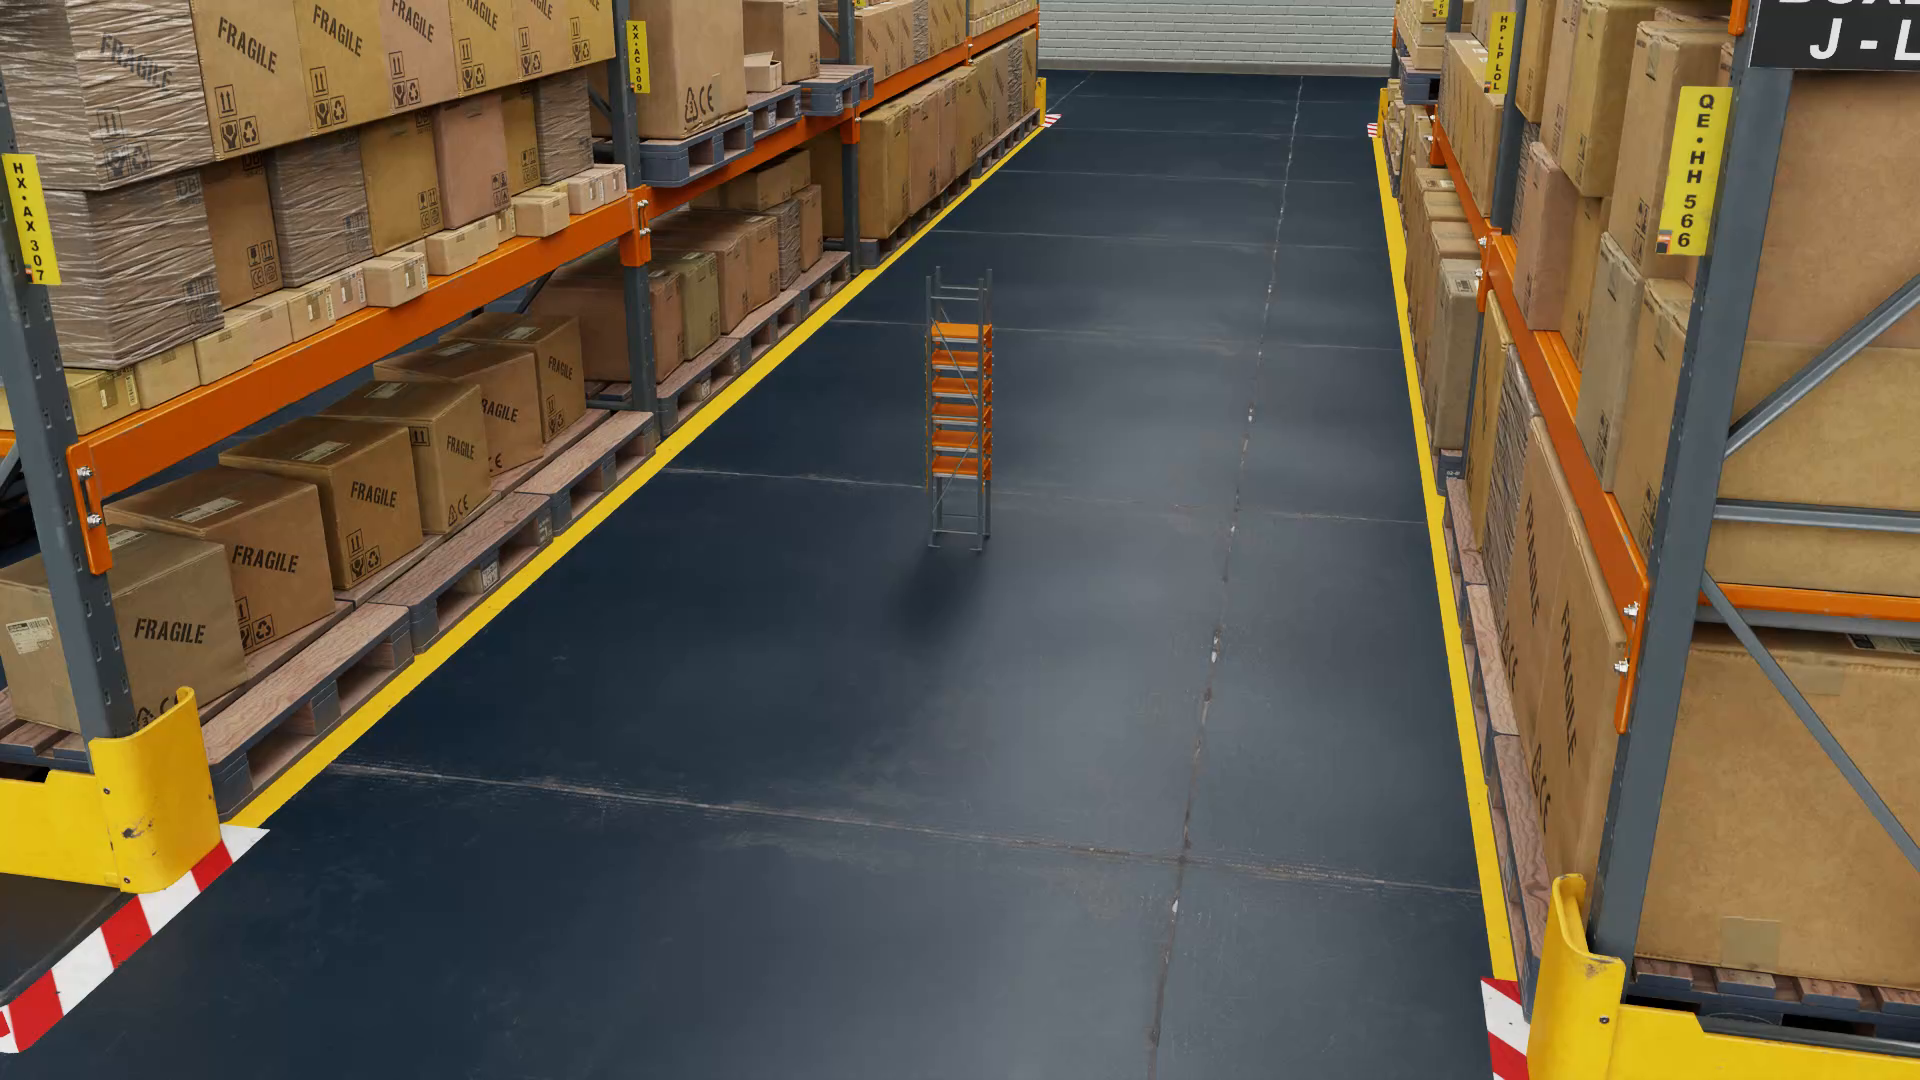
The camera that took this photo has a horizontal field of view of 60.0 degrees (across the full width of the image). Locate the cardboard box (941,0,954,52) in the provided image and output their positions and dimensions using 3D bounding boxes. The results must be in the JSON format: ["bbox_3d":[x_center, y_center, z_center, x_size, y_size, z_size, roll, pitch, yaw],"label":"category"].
[{"bbox_3d":[-0.351,-4.506,14.392,0.500,0.500,0.500,5,23,13],"label":"cardboard box"}]

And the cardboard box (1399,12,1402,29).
[{"bbox_3d":[3.838,-4.284,13.750,0.380,0.149,0.250,5,22,12],"label":"cardboard box"}]

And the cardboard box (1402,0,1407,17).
[{"bbox_3d":[3.733,-4.239,13.240,0.380,0.149,0.250,4,22,9],"label":"cardboard box"}]

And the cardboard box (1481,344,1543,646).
[{"bbox_3d":[2.410,-0.145,5.981,0.875,0.875,0.875,5,22,11],"label":"cardboard box"}]

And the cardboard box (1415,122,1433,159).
[{"bbox_3d":[3.698,-2.977,12.511,0.500,0.250,0.500,5,22,12],"label":"cardboard box"}]

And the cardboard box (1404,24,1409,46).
[{"bbox_3d":[3.573,-3.816,12.588,0.380,0.149,0.250,3,22,8],"label":"cardboard box"}]

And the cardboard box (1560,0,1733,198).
[{"bbox_3d":[2.334,-1.337,5.013,0.875,0.550,0.500,4,22,11],"label":"cardboard box"}]

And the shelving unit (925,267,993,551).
[{"bbox_3d":[-0.003,-0.551,7.116,0.258,1.200,0.189,4,22,11],"label":"shelving unit"}]

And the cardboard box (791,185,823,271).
[{"bbox_3d":[-1.349,-2.167,11.475,0.700,0.500,0.500,3,22,8],"label":"cardboard box"}]

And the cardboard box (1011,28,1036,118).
[{"bbox_3d":[0.348,-5.264,18.690,0.875,0.875,0.875,4,22,11],"label":"cardboard box"}]

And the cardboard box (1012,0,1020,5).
[{"bbox_3d":[0.354,-5.794,17.527,0.500,0.250,0.500,4,22,9],"label":"cardboard box"}]

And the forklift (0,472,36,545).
[{"bbox_3d":[-4.699,-1.359,6.804,1.130,2.935,3.031,5,23,13],"label":"forklift"}]

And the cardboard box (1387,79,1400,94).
[{"bbox_3d":[4.796,-4.862,17.868,0.380,0.149,0.250,3,22,8],"label":"cardboard box"}]

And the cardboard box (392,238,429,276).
[{"bbox_3d":[-2.251,-1.055,6.295,0.380,0.149,0.250,4,22,11],"label":"cardboard box"}]

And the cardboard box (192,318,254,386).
[{"bbox_3d":[-2.437,-0.593,5.146,0.380,0.149,0.250,4,22,11],"label":"cardboard box"}]

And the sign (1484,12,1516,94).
[{"bbox_3d":[2.254,-2.029,6.932,0.100,0.325,0.005,4,22,11],"label":"sign"}]

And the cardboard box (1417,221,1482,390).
[{"bbox_3d":[3.026,-1.228,8.838,1.050,0.750,0.750,4,22,11],"label":"cardboard box"}]

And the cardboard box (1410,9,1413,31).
[{"bbox_3d":[3.467,-3.762,12.055,0.380,0.149,0.250,4,22,11],"label":"cardboard box"}]

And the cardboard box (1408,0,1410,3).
[{"bbox_3d":[3.626,-4.189,12.717,0.380,0.149,0.250,5,23,13],"label":"cardboard box"}]

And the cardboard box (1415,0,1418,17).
[{"bbox_3d":[3.361,-3.710,11.527,0.380,0.149,0.250,5,23,13],"label":"cardboard box"}]

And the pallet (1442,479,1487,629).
[{"bbox_3d":[2.555,0.075,6.885,1.003,0.211,1.213,4,22,11],"label":"pallet"}]

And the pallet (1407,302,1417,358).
[{"bbox_3d":[3.368,-1.378,10.492,1.003,0.211,1.213,4,22,11],"label":"pallet"}]

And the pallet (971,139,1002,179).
[{"bbox_3d":[-0.184,-3.810,16.532,1.003,0.211,1.213,4,22,11],"label":"pallet"}]

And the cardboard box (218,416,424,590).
[{"bbox_3d":[-2.486,-0.154,6.505,0.500,0.500,0.500,7,23,16],"label":"cardboard box"}]

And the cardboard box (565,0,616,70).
[{"bbox_3d":[-1.870,-2.368,7.349,0.500,0.500,0.500,4,22,11],"label":"cardboard box"}]

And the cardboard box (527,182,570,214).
[{"bbox_3d":[-1.974,-1.511,7.426,0.380,0.149,0.250,4,22,11],"label":"cardboard box"}]

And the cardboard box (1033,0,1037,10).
[{"bbox_3d":[0.650,-6.023,18.629,0.380,0.149,0.250,5,22,12],"label":"cardboard box"}]

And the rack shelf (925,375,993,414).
[{"bbox_3d":[-0.003,-0.621,7.088,0.258,0.103,0.180,4,22,11],"label":"rack shelf"}]

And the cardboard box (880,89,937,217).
[{"bbox_3d":[-0.881,-3.154,13.452,1.225,0.875,0.875,5,22,11],"label":"cardboard box"}]

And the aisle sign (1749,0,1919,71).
[{"bbox_3d":[1.663,-1.231,2.914,0.394,0.787,0.004,4,22,11],"label":"aisle sign"}]

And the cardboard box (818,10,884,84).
[{"bbox_3d":[-0.866,-3.572,12.074,0.500,0.500,0.500,5,22,12],"label":"cardboard box"}]

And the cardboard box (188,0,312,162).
[{"bbox_3d":[-2.376,-1.454,5.078,0.500,0.500,0.500,4,22,11],"label":"cardboard box"}]

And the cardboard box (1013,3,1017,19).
[{"bbox_3d":[0.391,-5.554,17.465,0.380,0.149,0.250,5,22,11],"label":"cardboard box"}]

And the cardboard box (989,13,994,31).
[{"bbox_3d":[0.129,-5.087,16.305,0.380,0.149,0.250,4,22,9],"label":"cardboard box"}]

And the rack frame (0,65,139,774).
[{"bbox_3d":[-2.864,-0.443,4.438,1.000,3.000,0.127,4,22,11],"label":"rack frame"}]

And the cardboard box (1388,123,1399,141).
[{"bbox_3d":[4.544,-4.121,16.825,0.380,0.149,0.250,3,22,8],"label":"cardboard box"}]

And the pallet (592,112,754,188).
[{"bbox_3d":[-1.750,-2.085,8.773,1.003,0.211,1.213,4,22,11],"label":"pallet"}]

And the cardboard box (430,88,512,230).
[{"bbox_3d":[-2.340,-1.560,6.679,0.875,0.500,0.500,4,22,11],"label":"cardboard box"}]

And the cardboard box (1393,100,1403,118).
[{"bbox_3d":[4.431,-4.197,16.218,0.380,0.149,0.250,4,22,9],"label":"cardboard box"}]

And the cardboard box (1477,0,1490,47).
[{"bbox_3d":[3.400,-3.115,9.602,0.700,0.500,0.500,4,22,10],"label":"cardboard box"}]

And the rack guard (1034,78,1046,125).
[{"bbox_3d":[0.405,-5.144,19.456,1.175,0.500,0.348,4,22,11],"label":"rack guard"}]

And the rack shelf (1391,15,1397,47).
[{"bbox_3d":[4.827,-4.814,16.255,1.077,0.370,4.000,4,22,11],"label":"rack shelf"}]

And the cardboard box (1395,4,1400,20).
[{"bbox_3d":[4.730,-5.479,17.279,0.380,0.149,0.250,4,22,9],"label":"cardboard box"}]

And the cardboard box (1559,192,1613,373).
[{"bbox_3d":[2.398,-0.832,5.203,0.875,0.550,0.500,4,22,11],"label":"cardboard box"}]

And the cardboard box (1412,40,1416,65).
[{"bbox_3d":[3.306,-3.338,11.401,0.380,0.149,0.250,4,22,11],"label":"cardboard box"}]

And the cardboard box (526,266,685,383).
[{"bbox_3d":[-1.902,-1.173,9.009,0.700,0.500,0.500,3,22,7],"label":"cardboard box"}]

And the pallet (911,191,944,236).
[{"bbox_3d":[-0.746,-2.803,14.030,1.003,0.211,1.213,4,22,11],"label":"pallet"}]

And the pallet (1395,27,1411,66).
[{"bbox_3d":[4.121,-4.059,13.674,1.003,0.211,1.213,4,22,11],"label":"pallet"}]

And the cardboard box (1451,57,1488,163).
[{"bbox_3d":[2.939,-2.304,8.925,0.500,0.500,0.500,4,22,10],"label":"cardboard box"}]

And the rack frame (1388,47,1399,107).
[{"bbox_3d":[5.236,-5.879,17.937,1.000,3.000,0.127,4,22,11],"label":"rack frame"}]
